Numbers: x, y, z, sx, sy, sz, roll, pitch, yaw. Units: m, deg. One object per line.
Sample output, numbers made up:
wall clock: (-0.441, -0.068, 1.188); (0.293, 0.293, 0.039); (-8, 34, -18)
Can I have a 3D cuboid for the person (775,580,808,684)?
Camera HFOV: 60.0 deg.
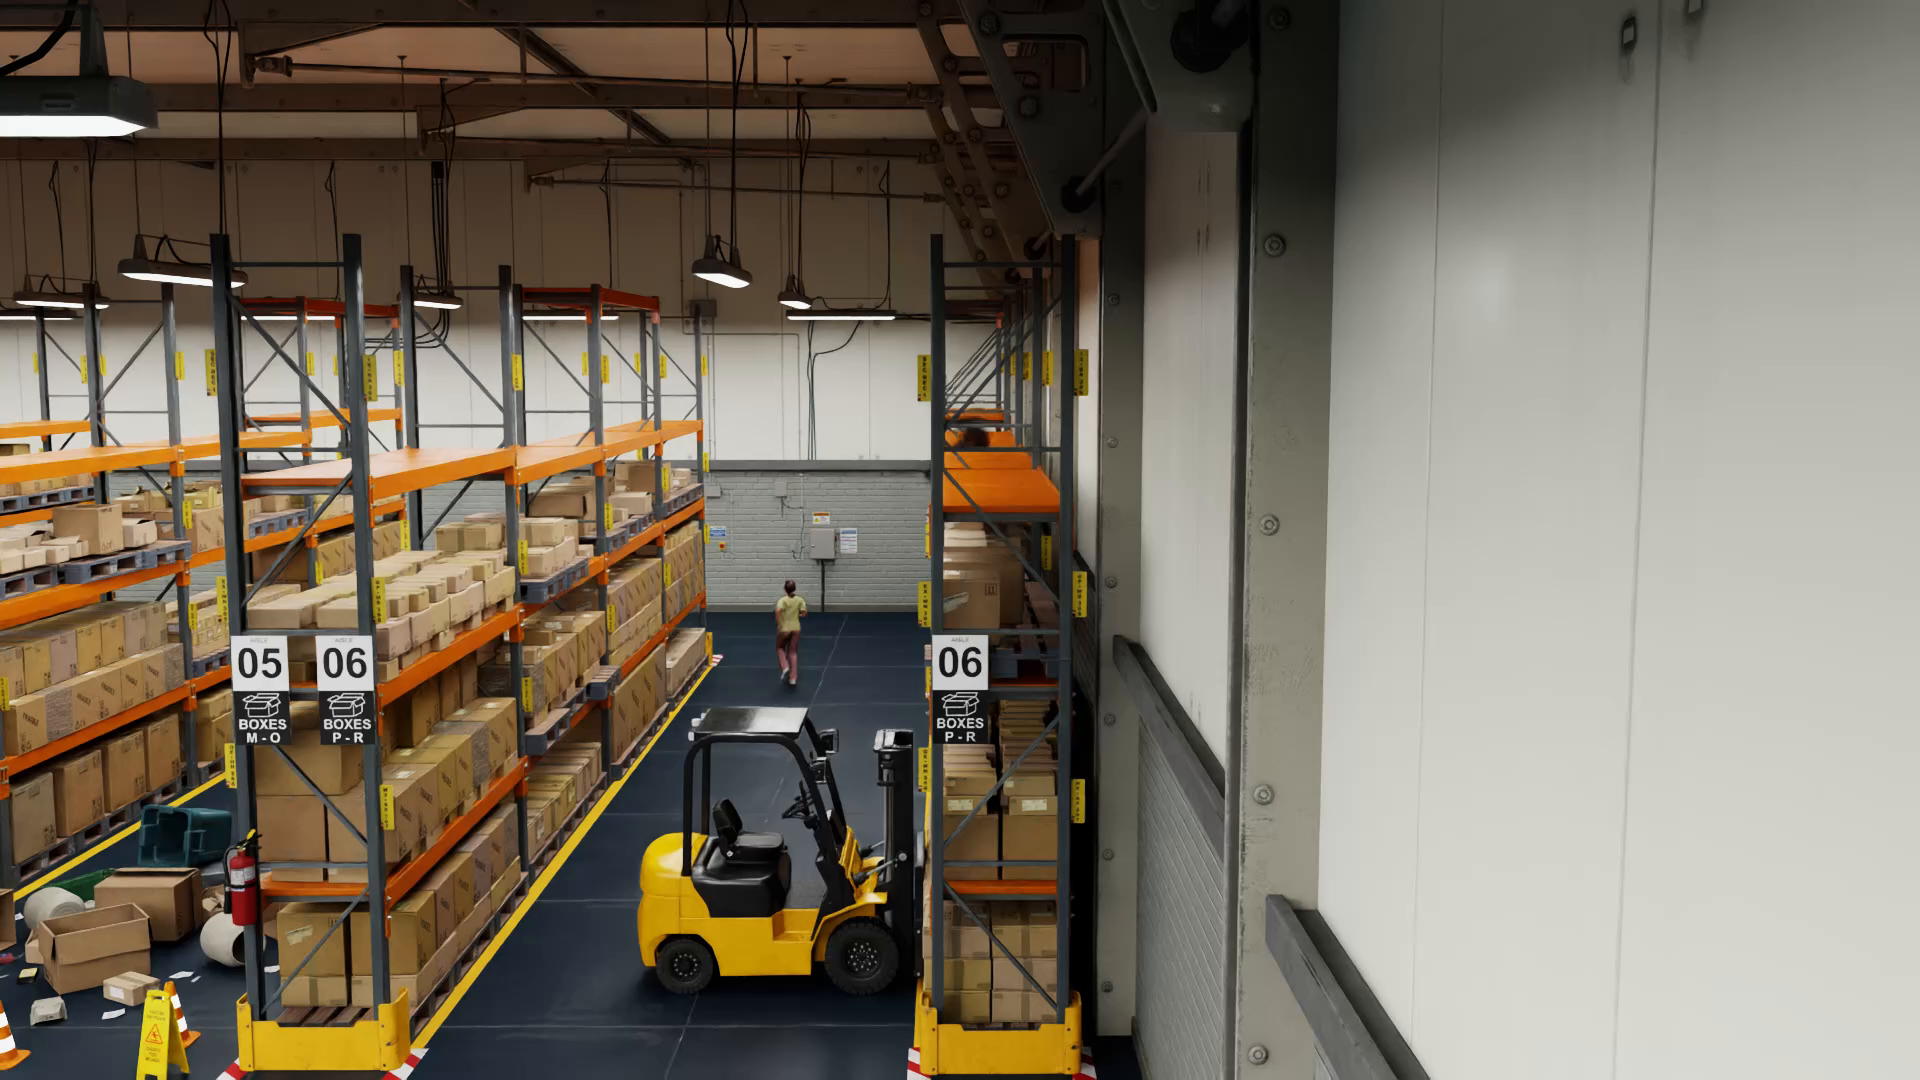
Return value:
person: (-2.694, 1.443, 26.276); (0.584, 1.635, 0.588); (-2, 7, -21)
